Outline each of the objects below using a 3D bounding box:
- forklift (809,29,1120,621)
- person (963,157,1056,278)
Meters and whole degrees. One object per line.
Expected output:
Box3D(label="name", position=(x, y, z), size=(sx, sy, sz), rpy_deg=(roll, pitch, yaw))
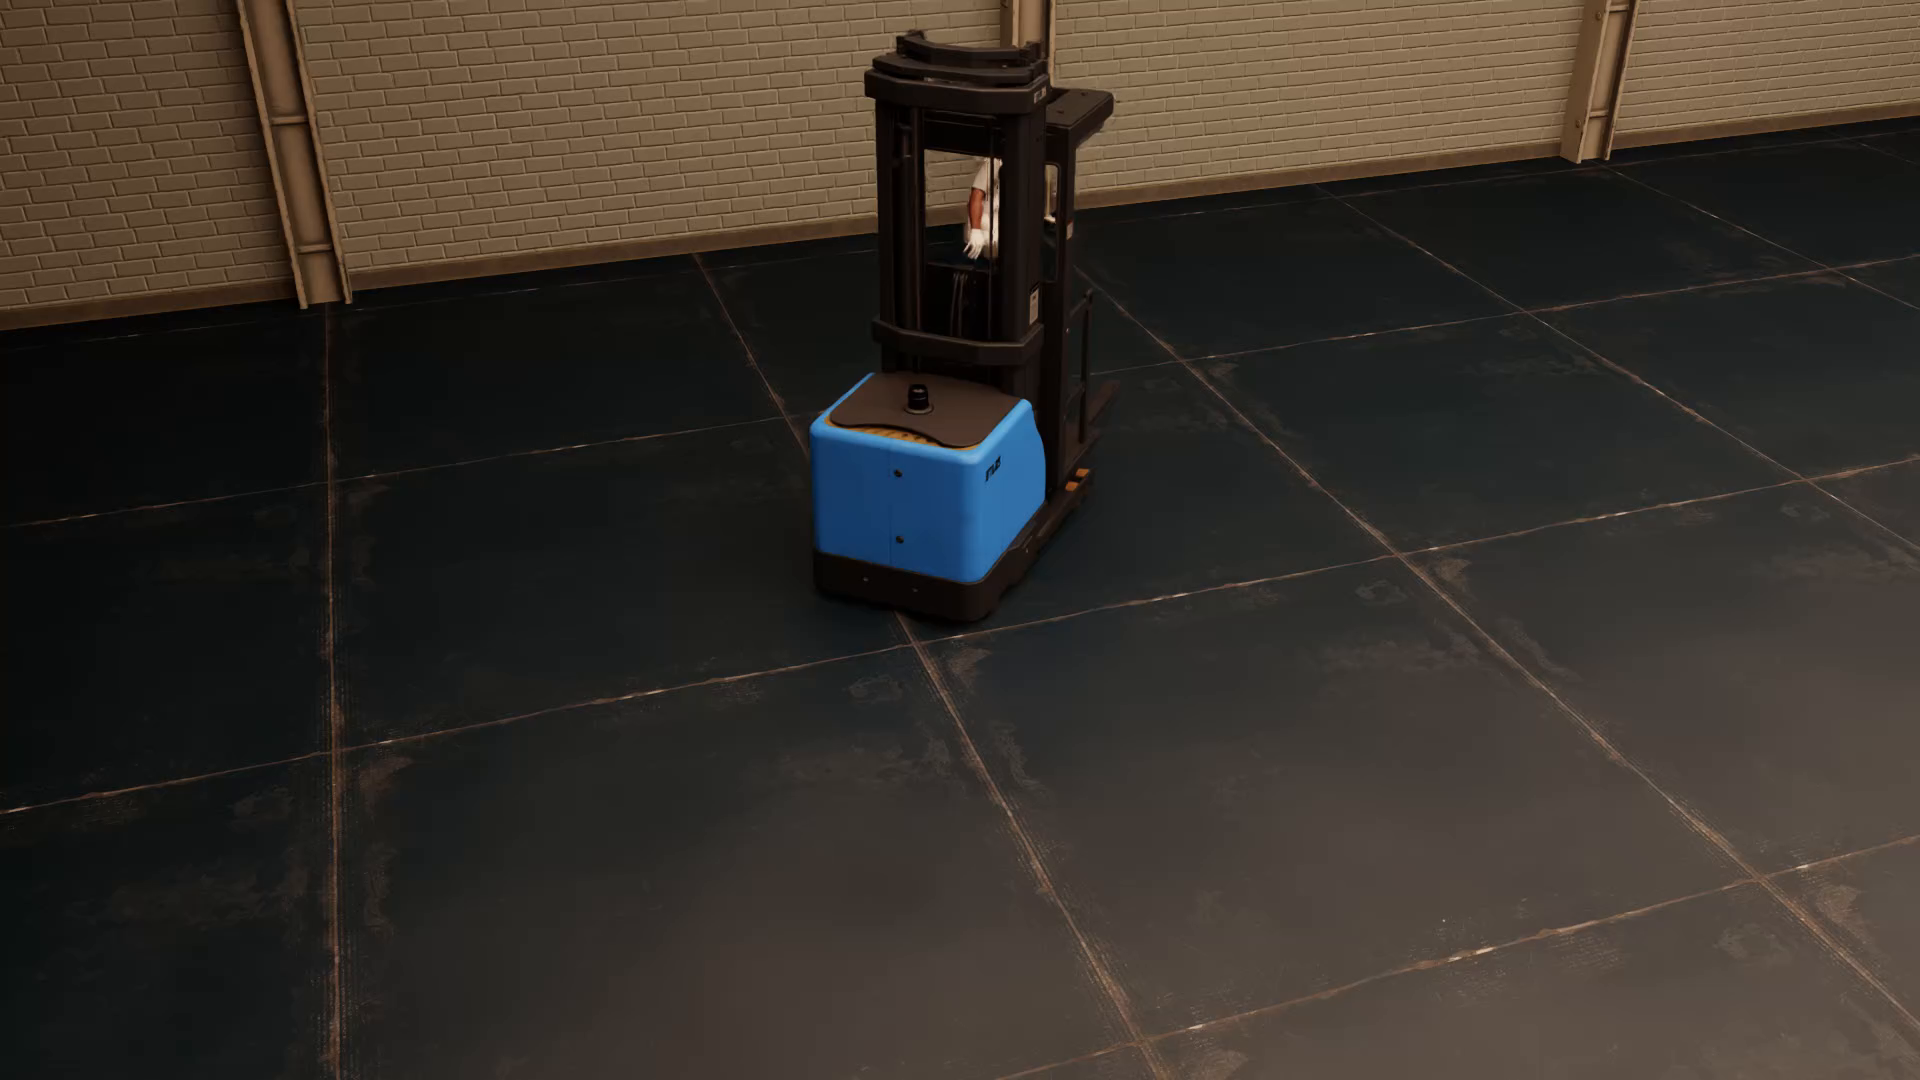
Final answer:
Box3D(label="forklift", position=(0.205, -1.543, 9.768), size=(1.130, 2.935, 3.031), rpy_deg=(12, 32, 20))
Box3D(label="person", position=(0.406, -2.274, 12.404), size=(0.827, 1.589, 0.797), rpy_deg=(-2, 30, -4))
